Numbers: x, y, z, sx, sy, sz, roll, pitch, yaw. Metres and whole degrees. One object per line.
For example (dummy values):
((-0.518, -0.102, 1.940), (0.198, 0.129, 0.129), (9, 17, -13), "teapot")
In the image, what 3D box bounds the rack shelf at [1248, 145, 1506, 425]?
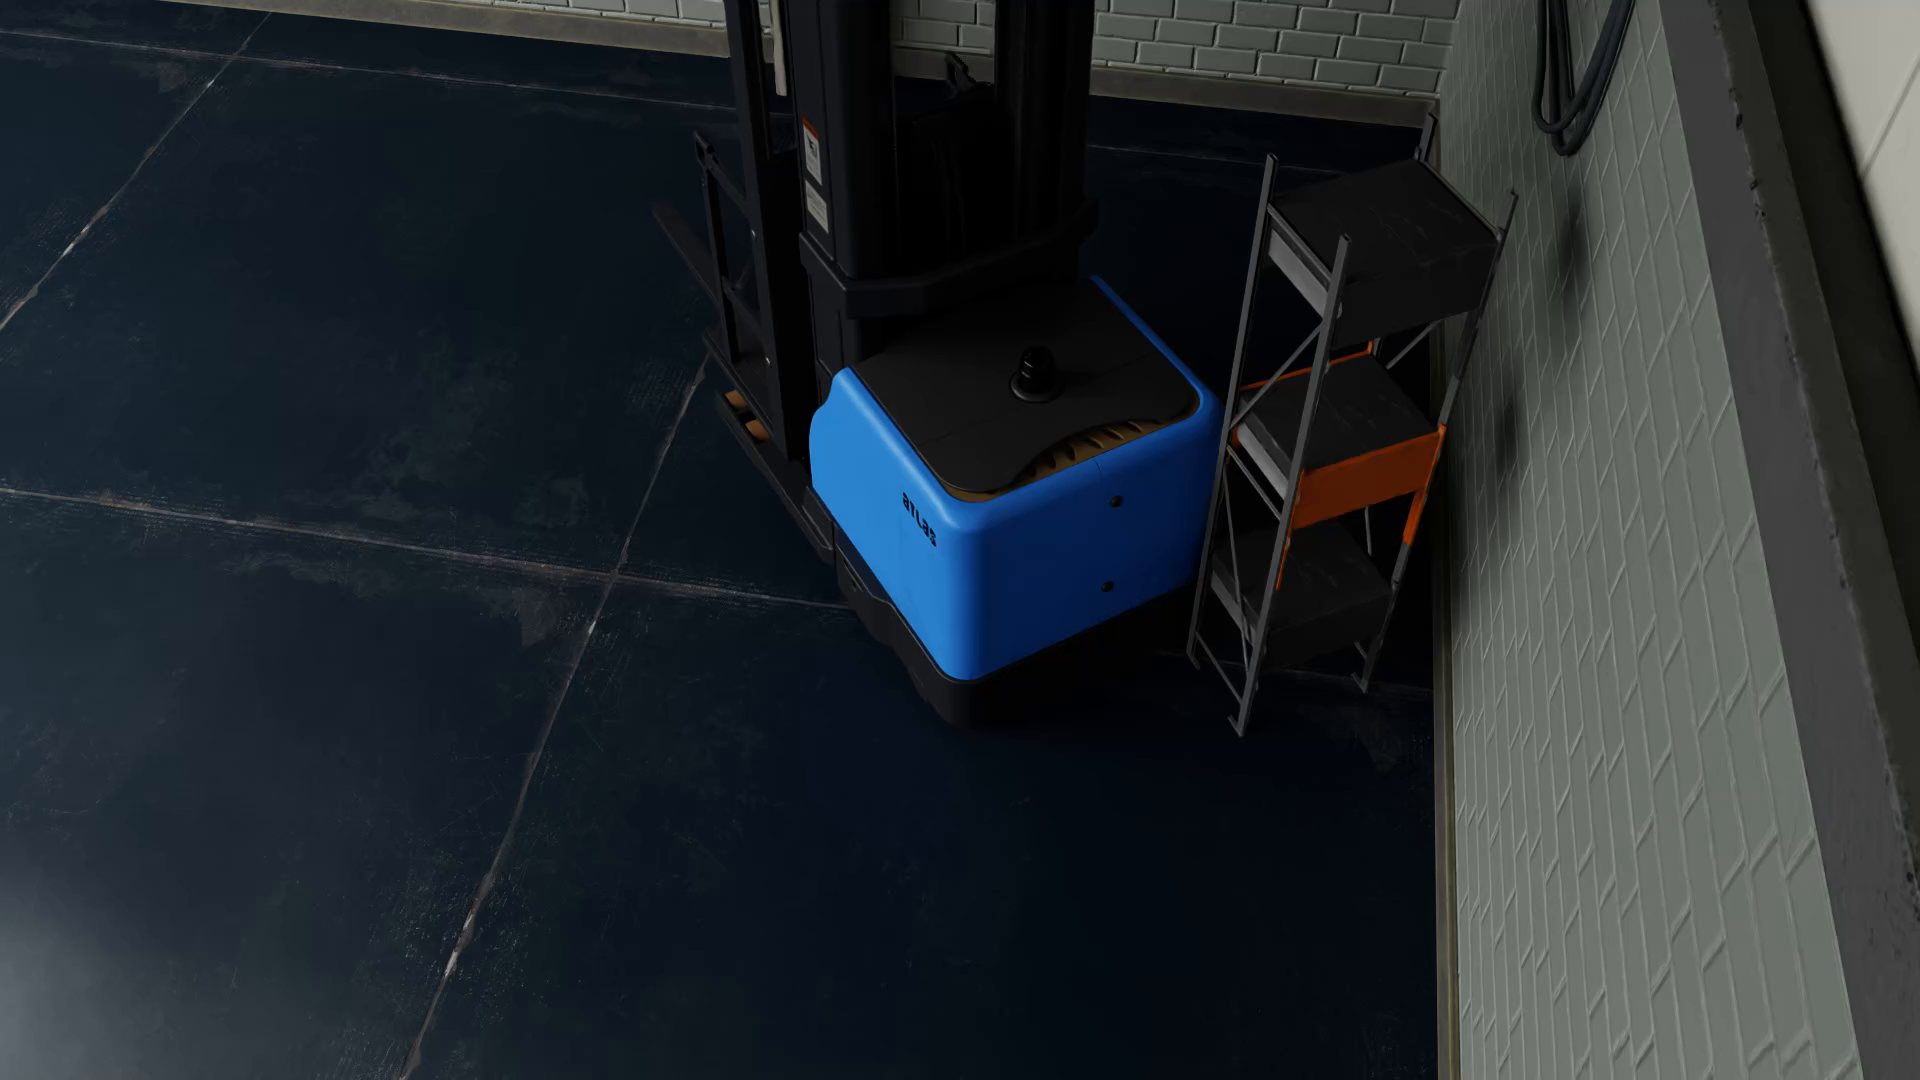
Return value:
((1.108, -0.697, 4.542), (0.480, 0.518, 0.431), (-17, 50, -15), "rack shelf")

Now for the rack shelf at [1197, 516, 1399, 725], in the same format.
((1.108, 0.239, 5.583), (0.480, 0.518, 0.431), (-17, 50, -15), "rack shelf")

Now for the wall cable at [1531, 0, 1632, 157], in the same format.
((1.976, -2.907, 4.900), (0.112, 2.526, 3.097), (8, 49, 7), "wall cable")

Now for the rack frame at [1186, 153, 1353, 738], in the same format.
((0.883, -0.169, 4.990), (0.015, 2.100, 0.400), (-17, 50, -15), "rack frame")

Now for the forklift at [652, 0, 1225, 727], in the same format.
((-0.312, -1.446, 5.579), (1.130, 2.935, 3.031), (-23, 52, -19), "forklift")

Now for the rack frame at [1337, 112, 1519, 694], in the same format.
((1.334, -0.307, 5.114), (0.015, 2.100, 0.400), (-17, 50, -15), "rack frame")

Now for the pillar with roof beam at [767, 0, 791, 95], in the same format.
((-1.454, -2.152, 2.134), (0.400, 9.000, 9.100), (8, 49, 7), "pillar with roof beam")

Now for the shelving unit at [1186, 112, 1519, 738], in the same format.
((1.108, -0.238, 5.052), (0.503, 2.100, 0.431), (-17, 50, -15), "shelving unit")

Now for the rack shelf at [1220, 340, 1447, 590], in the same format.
((1.108, -0.229, 5.062), (0.480, 0.518, 0.431), (-17, 50, -15), "rack shelf")
